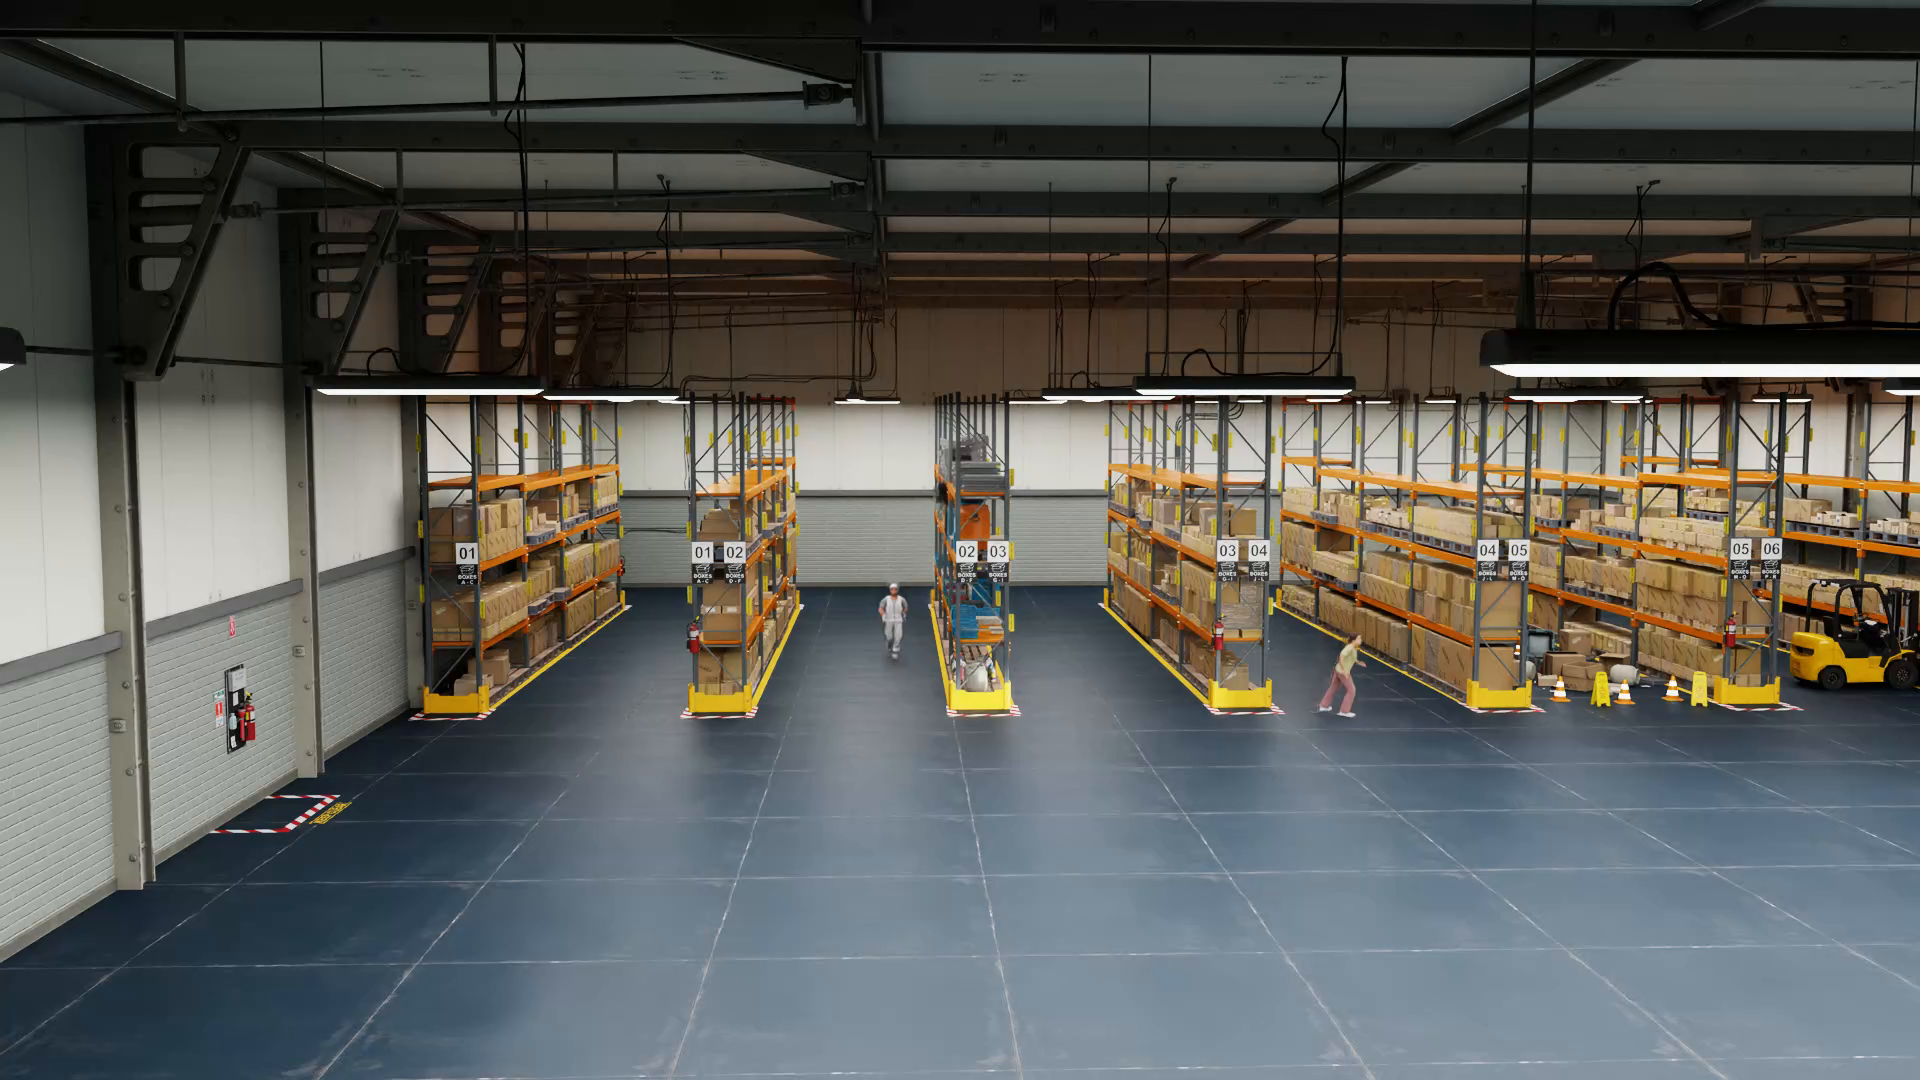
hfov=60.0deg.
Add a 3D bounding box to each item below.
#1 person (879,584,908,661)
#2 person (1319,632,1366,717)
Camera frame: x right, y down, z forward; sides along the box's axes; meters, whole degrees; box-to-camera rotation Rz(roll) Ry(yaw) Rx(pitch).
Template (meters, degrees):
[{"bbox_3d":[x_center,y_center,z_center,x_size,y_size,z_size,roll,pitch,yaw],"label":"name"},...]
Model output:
[{"bbox_3d":[-1.485,1.857,37.368,0.651,1.742,0.593,0,5,-5],"label":"person"},{"bbox_3d":[7.099,2.473,30.828,0.845,1.593,0.641,1,5,12],"label":"person"}]
